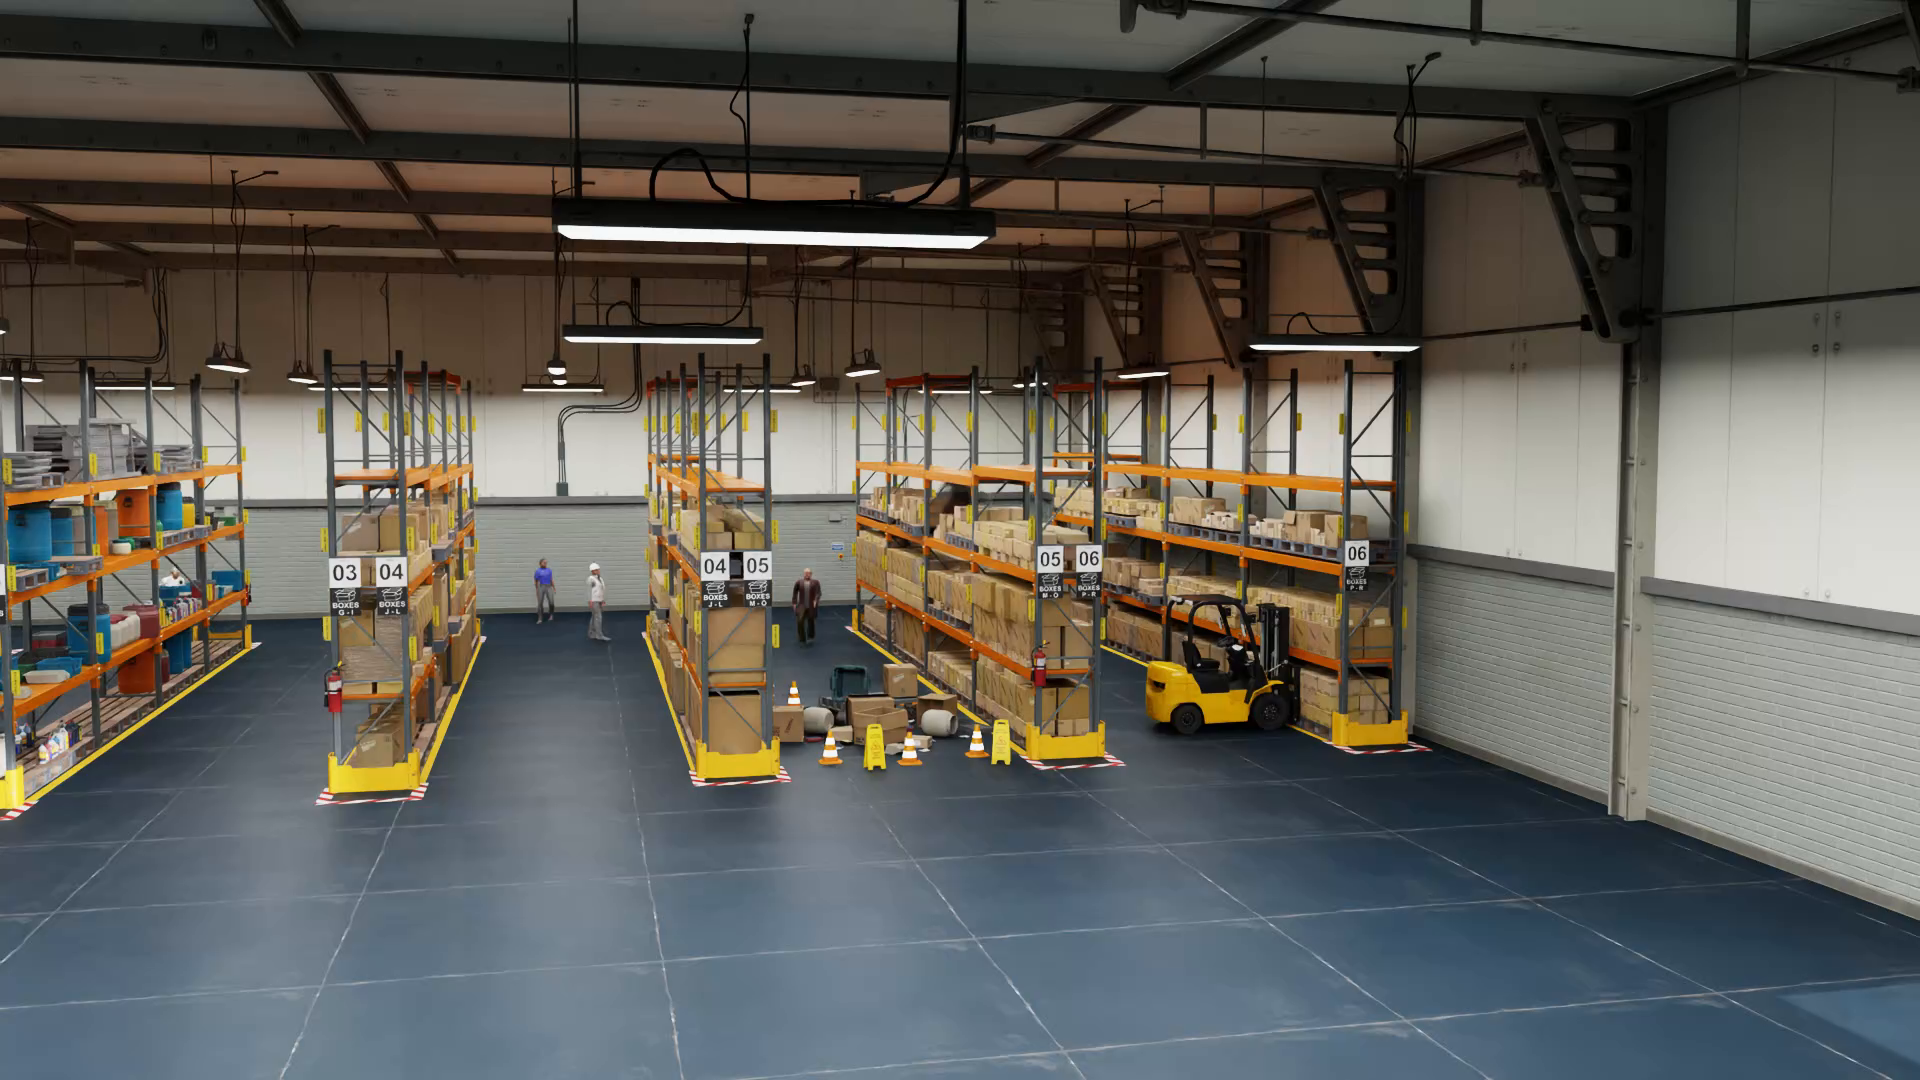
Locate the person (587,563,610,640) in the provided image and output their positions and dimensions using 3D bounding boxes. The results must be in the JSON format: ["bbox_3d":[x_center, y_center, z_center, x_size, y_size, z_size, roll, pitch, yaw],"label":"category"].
[{"bbox_3d":[-8.392,1.424,38.751,0.567,1.774,0.564,0,4,5],"label":"person"}]

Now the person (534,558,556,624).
[{"bbox_3d":[-10.452,1.284,41.888,0.521,1.630,0.455,-1,4,-10],"label":"person"}]

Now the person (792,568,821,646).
[{"bbox_3d":[-3.494,1.560,37.813,0.701,1.850,0.796,1,4,12],"label":"person"}]

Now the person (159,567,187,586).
[{"bbox_3d":[-18.427,1.447,38.908,0.661,1.640,0.940,-1,4,-15],"label":"person"}]
